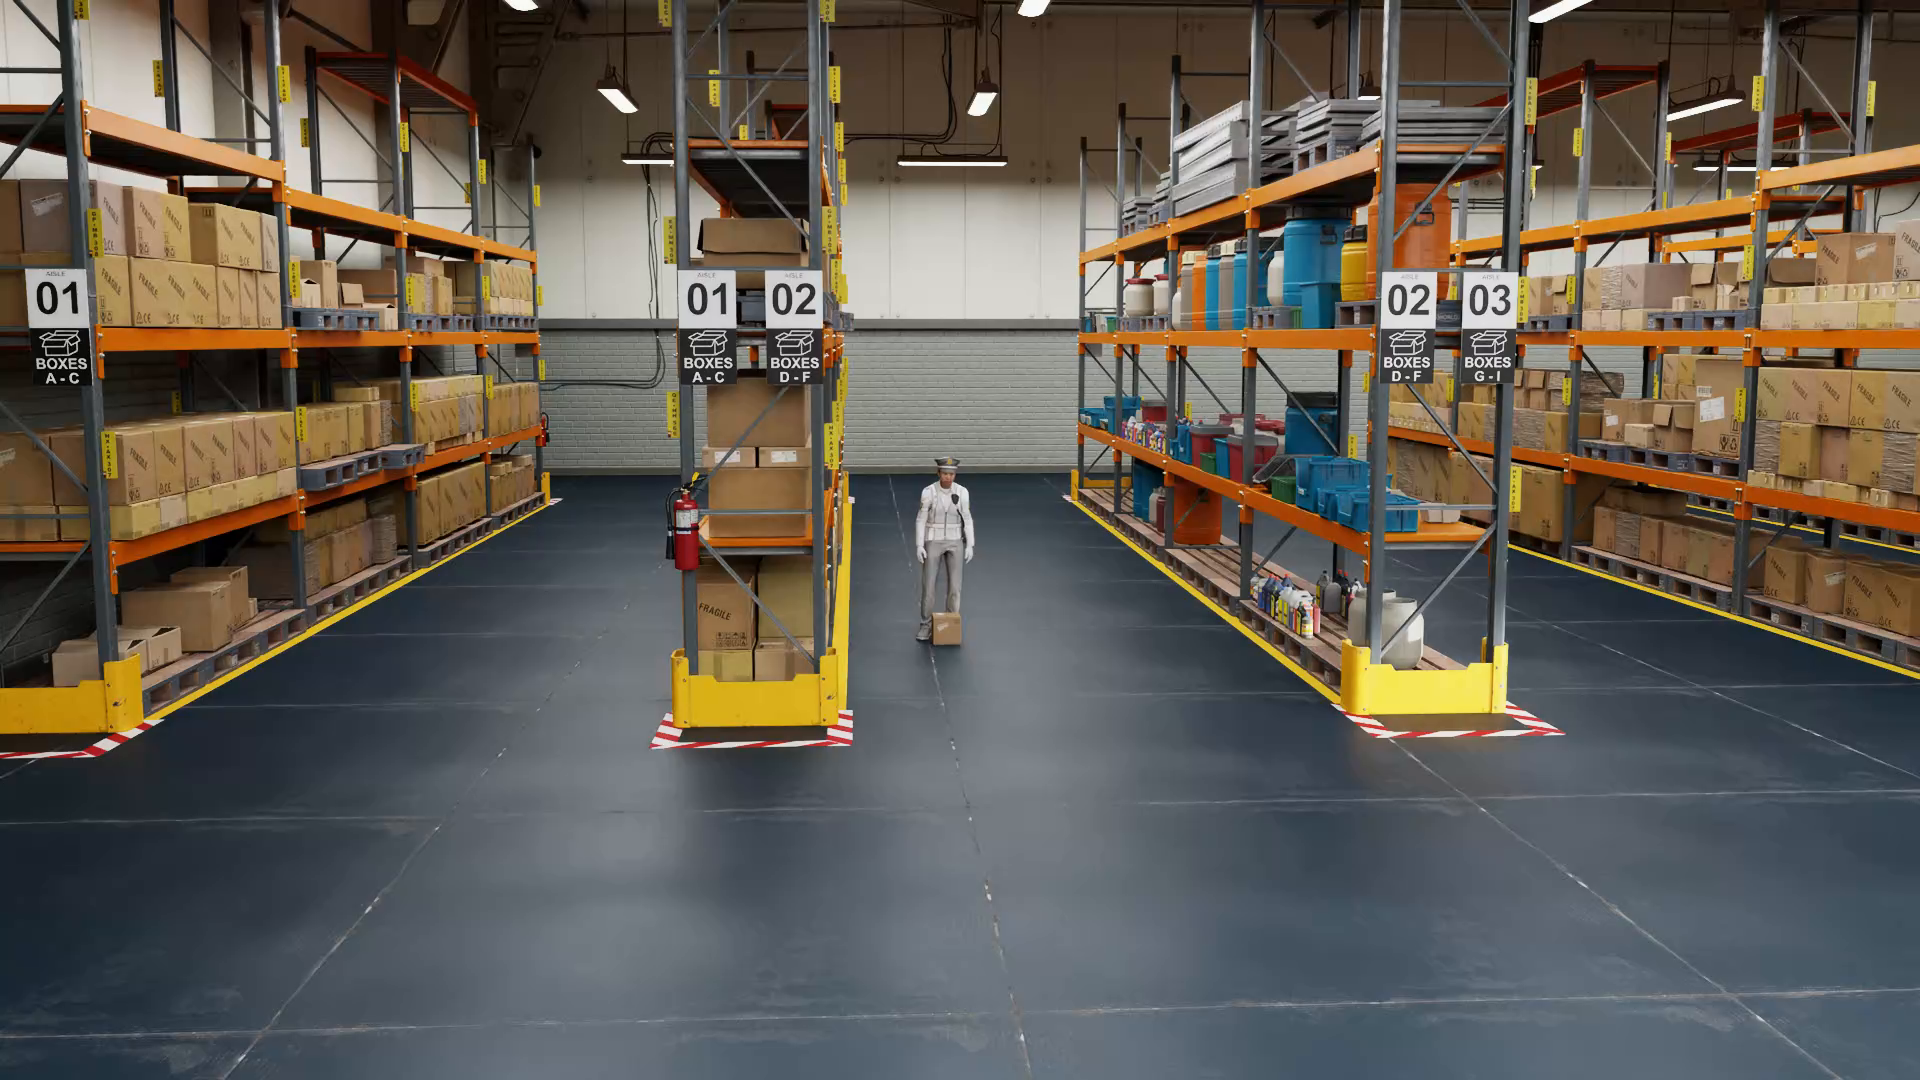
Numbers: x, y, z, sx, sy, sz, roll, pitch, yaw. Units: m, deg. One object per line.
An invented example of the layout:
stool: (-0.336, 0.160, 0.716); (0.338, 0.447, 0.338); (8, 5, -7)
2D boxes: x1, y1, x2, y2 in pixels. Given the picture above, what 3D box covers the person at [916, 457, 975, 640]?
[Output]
person: (-0.138, 0.071, 15.147); (0.545, 1.666, 0.407); (-1, 7, -6)
